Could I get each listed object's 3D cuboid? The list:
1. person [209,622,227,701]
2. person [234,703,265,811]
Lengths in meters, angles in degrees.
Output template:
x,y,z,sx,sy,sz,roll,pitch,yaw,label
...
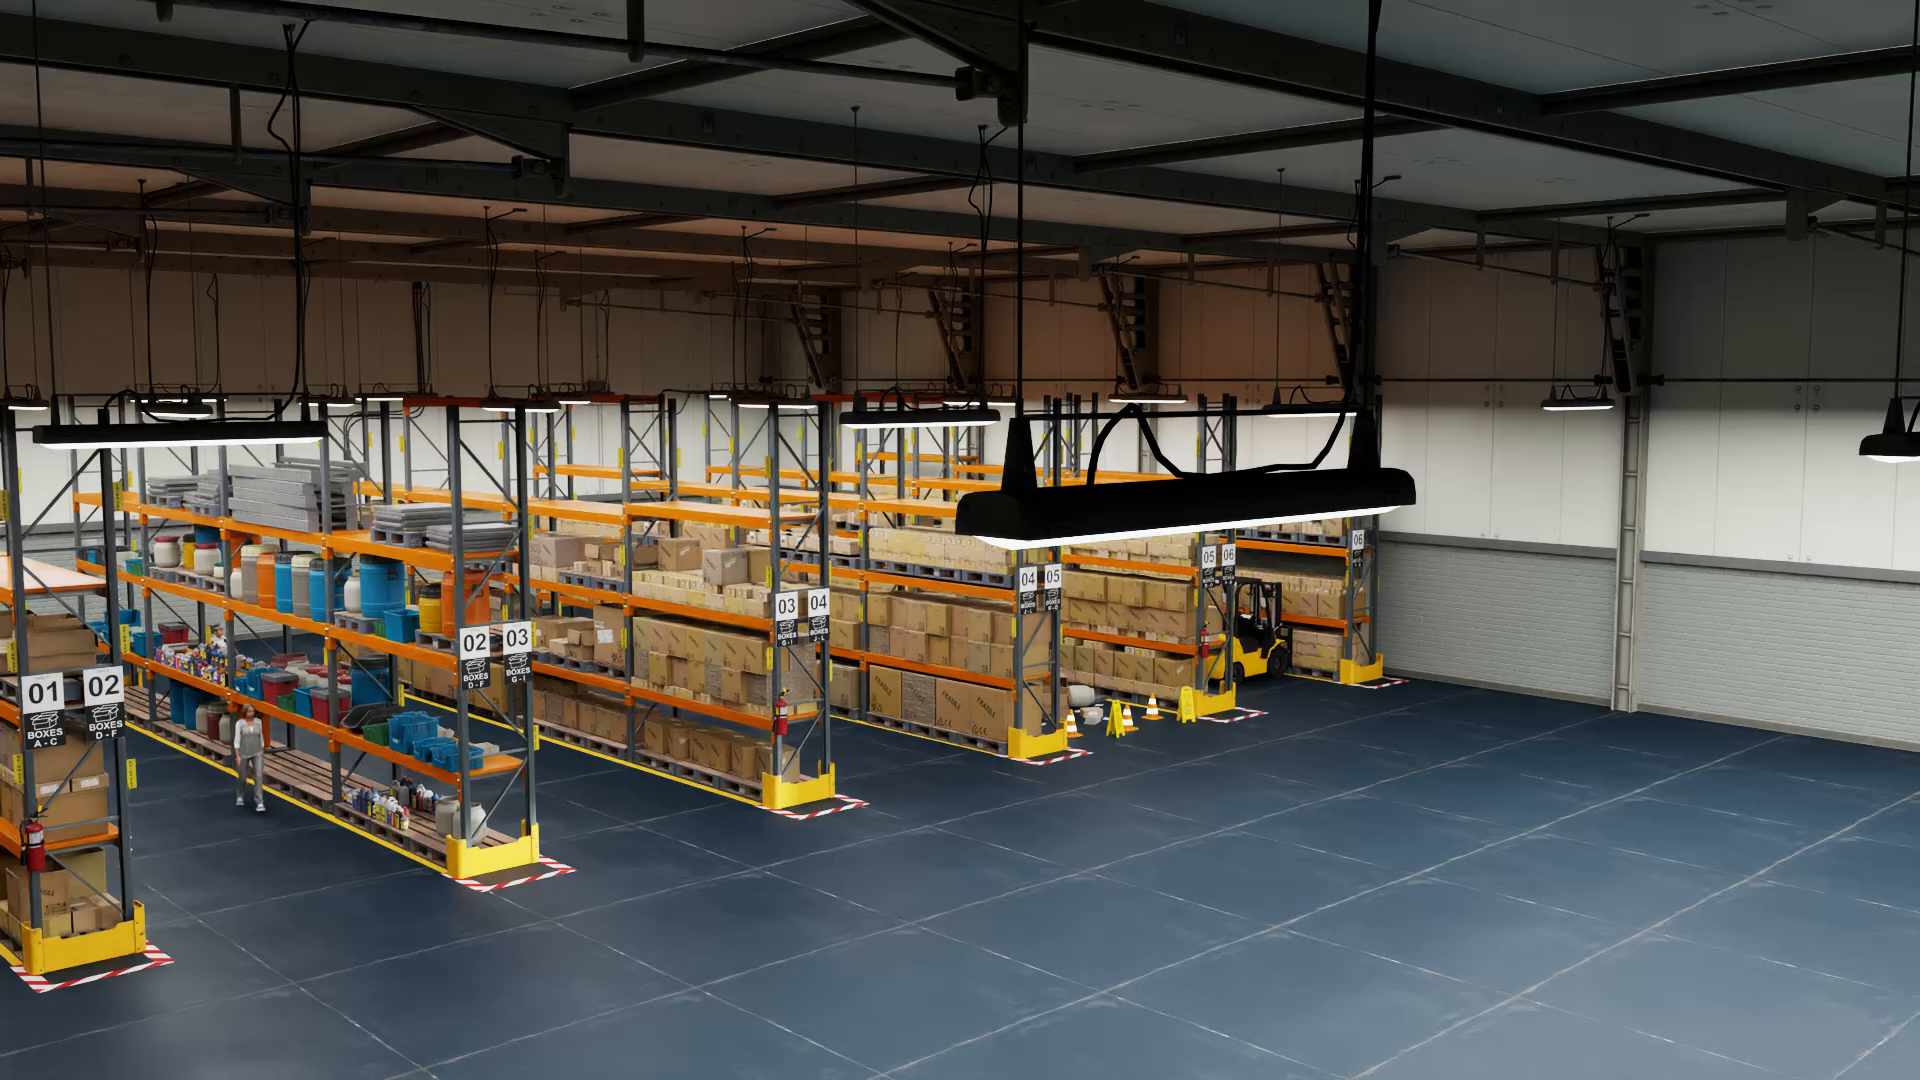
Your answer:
x,y,z,sx,sy,sz,roll,pitch,yaw,label
-14.317,2.390,32.135,1.051,1.619,0.576,4,7,38,person
-10.449,3.178,24.473,0.440,1.575,0.777,-4,7,-37,person
